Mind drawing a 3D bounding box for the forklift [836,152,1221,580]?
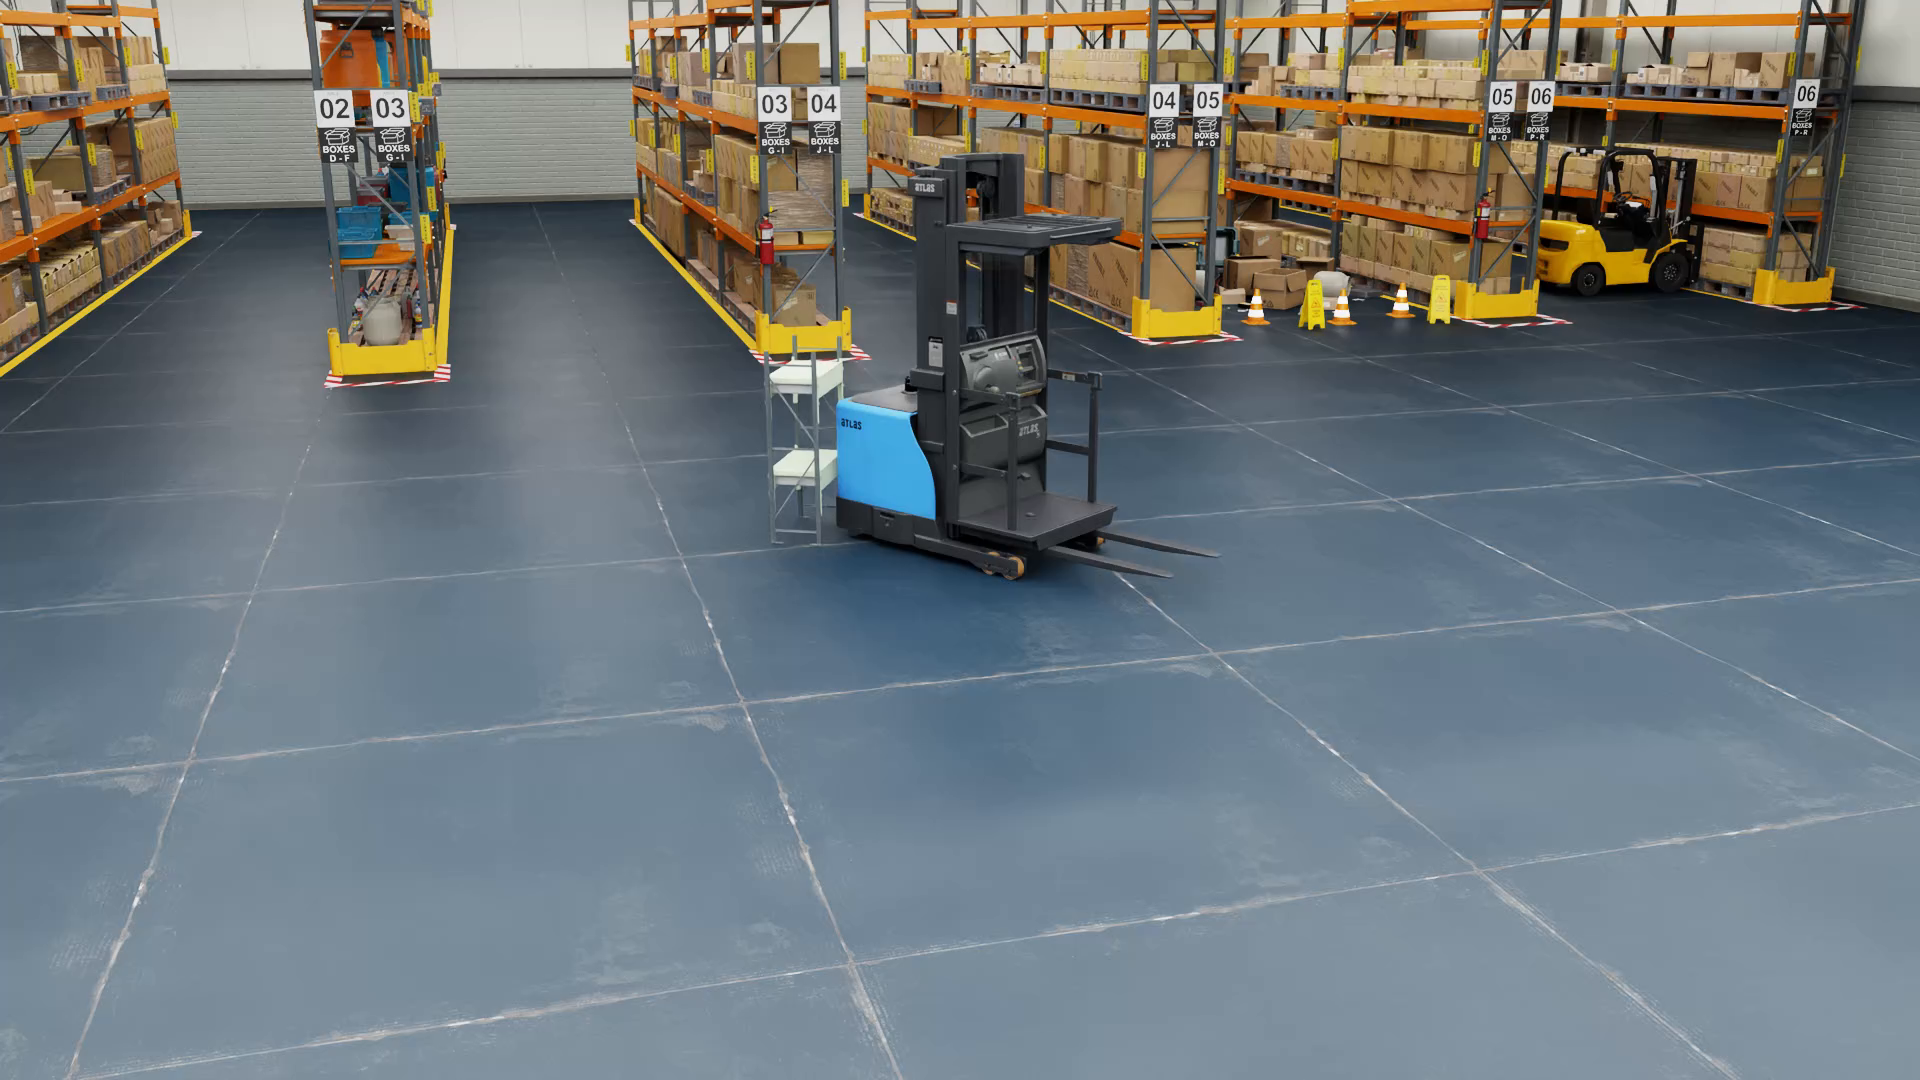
[{"bbox_3d":[0.484,-1.288,12.144,3.031,2.935,1.130,13,21,38],"label":"forklift"}]

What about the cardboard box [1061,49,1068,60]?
[{"bbox_3d":[1.671,-6.955,23.826,0.380,0.149,0.250,-5,17,-16],"label":"cardboard box"}]

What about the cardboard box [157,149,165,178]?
[{"bbox_3d":[-15.063,-6.974,30.780,0.500,0.500,0.500,-5,17,-16],"label":"cardboard box"}]

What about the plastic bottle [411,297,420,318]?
[{"bbox_3d":[-7.165,-3.084,21.974,0.152,0.276,0.135,-4,17,-14],"label":"plastic bottle"}]

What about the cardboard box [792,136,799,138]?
[{"bbox_3d":[-2.513,-5.340,23.088,0.500,0.500,0.500,-5,17,-15],"label":"cardboard box"}]

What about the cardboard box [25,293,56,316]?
[{"bbox_3d":[-12.438,-3.145,22.259,0.500,0.250,0.500,-5,17,-17],"label":"cardboard box"}]

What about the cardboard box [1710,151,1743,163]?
[{"bbox_3d":[11.688,-5.840,25.362,0.380,0.149,0.250,-4,17,-14],"label":"cardboard box"}]

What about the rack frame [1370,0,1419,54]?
[{"bbox_3d":[9.062,-11.175,34.513,1.000,3.000,0.127,-5,17,-15],"label":"rack frame"}]

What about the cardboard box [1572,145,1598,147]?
[{"bbox_3d":[11.070,-6.919,29.469,0.380,0.149,0.250,-5,17,-16],"label":"cardboard box"}]

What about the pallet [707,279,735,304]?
[{"bbox_3d":[-3.255,-3.792,25.209,1.003,0.211,1.213,-5,17,-15],"label":"pallet"}]

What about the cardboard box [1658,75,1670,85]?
[{"bbox_3d":[11.303,-7.294,26.338,0.380,0.149,0.250,-4,17,-14],"label":"cardboard box"}]

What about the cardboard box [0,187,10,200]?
[{"bbox_3d":[-12.219,-4.362,20.957,0.380,0.149,0.250,-5,17,-16],"label":"cardboard box"}]

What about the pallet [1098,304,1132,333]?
[{"bbox_3d":[2.561,-3.049,22.737,1.003,0.211,1.213,-5,17,-15],"label":"pallet"}]

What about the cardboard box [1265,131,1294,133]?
[{"bbox_3d":[5.782,-7.090,29.920,0.500,0.500,0.500,-5,17,-17],"label":"cardboard box"}]

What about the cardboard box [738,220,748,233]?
[{"bbox_3d":[-2.730,-4.154,22.005,0.380,0.149,0.250,-5,17,-15],"label":"cardboard box"}]

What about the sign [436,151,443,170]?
[{"bbox_3d":[-9.471,-6.909,30.257,0.100,0.325,0.005,-5,17,-15],"label":"sign"}]

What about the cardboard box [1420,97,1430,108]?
[{"bbox_3d":[6.896,-6.338,24.062,0.380,0.149,0.250,-5,17,-17],"label":"cardboard box"}]

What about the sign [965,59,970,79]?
[{"bbox_3d":[0.136,-8.025,28.340,0.100,0.325,0.005,-5,17,-15],"label":"sign"}]

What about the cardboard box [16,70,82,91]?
[{"bbox_3d":[-13.817,-6.839,25.117,0.910,0.500,0.500,-5,17,-15],"label":"cardboard box"}]

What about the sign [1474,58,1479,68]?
[{"bbox_3d":[9.639,-8.837,31.046,0.100,0.325,0.005,-5,17,-15],"label":"sign"}]

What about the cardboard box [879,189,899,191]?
[{"bbox_3d":[-1.532,-7.478,35.823,0.380,0.149,0.250,-4,17,-14],"label":"cardboard box"}]

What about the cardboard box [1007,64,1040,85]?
[{"bbox_3d":[1.064,-7.387,26.366,0.500,0.311,0.500,-5,18,-17],"label":"cardboard box"}]

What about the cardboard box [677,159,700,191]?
[{"bbox_3d":[-4.513,-6.183,28.149,0.500,0.500,0.500,-4,17,-14],"label":"cardboard box"}]

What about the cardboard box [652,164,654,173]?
[{"bbox_3d":[-5.708,-7.134,31.926,0.380,0.149,0.250,-4,17,-14],"label":"cardboard box"}]

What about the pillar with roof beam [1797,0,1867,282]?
[{"bbox_3d":[8.896,-7.779,23.208,9.100,9.000,0.400,-5,17,-15],"label":"pillar with roof beam"}]

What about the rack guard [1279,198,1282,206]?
[{"bbox_3d":[7.983,-8.190,39.349,1.175,0.500,0.348,-5,17,-15],"label":"rack guard"}]

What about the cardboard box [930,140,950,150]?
[{"bbox_3d":[-0.342,-7.278,30.639,0.380,0.149,0.250,-4,17,-14],"label":"cardboard box"}]

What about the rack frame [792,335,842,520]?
[{"bbox_3d":[-1.124,-0.893,13.311,0.400,1.500,0.023,3,17,11],"label":"rack frame"}]

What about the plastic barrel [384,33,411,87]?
[{"bbox_3d":[-9.054,-7.628,26.440,0.600,0.830,0.708,-5,17,-15],"label":"plastic barrel"}]

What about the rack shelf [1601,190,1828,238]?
[{"bbox_3d":[11.810,-5.191,26.271,1.077,0.370,4.000,-5,17,-15],"label":"rack shelf"}]

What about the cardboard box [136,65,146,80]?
[{"bbox_3d":[-14.924,-8.379,29.809,0.500,0.250,0.500,-5,17,-15],"label":"cardboard box"}]

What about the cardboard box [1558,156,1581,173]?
[{"bbox_3d":[10.731,-6.514,28.815,0.500,0.250,0.500,-5,17,-17],"label":"cardboard box"}]

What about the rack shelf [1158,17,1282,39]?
[{"bbox_3d":[4.840,-9.692,31.522,1.077,0.370,4.000,-5,17,-15],"label":"rack shelf"}]

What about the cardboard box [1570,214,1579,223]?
[{"bbox_3d":[11.106,-5.296,28.768,0.875,0.625,0.625,-4,17,-13],"label":"cardboard box"}]

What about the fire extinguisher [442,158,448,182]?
[{"bbox_3d":[-10.704,-7.702,34.161,0.296,0.674,0.183,-5,17,-15],"label":"fire extinguisher"}]

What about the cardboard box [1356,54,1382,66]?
[{"bbox_3d":[6.567,-7.831,27.257,0.500,0.250,0.500,-5,17,-16],"label":"cardboard box"}]

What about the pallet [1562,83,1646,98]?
[{"bbox_3d":[11.005,-7.677,28.414,0.805,0.209,1.217,-5,18,-17],"label":"pallet"}]

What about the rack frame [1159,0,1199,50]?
[{"bbox_3d":[4.290,-10.782,33.203,1.000,3.000,0.127,-5,17,-15],"label":"rack frame"}]

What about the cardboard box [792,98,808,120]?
[{"bbox_3d":[-1.824,-5.324,20.509,0.500,0.250,0.500,-4,17,-14],"label":"cardboard box"}]

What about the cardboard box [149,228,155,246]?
[{"bbox_3d":[-14.672,-5.399,29.621,0.500,0.311,0.500,-5,17,-15],"label":"cardboard box"}]

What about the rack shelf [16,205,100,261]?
[{"bbox_3d":[-13.115,-4.339,23.432,1.077,0.370,4.000,-5,17,-15],"label":"rack shelf"}]

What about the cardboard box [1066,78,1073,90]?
[{"bbox_3d":[1.739,-6.504,23.710,0.380,0.149,0.250,-5,17,-16],"label":"cardboard box"}]

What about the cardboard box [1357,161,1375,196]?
[{"bbox_3d":[6.502,-5.605,25.707,0.500,0.500,0.500,-5,17,-15],"label":"cardboard box"}]

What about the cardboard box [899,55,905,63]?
[{"bbox_3d":[-0.980,-9.486,32.802,0.380,0.149,0.250,-5,17,-15],"label":"cardboard box"}]

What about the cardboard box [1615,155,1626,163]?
[{"bbox_3d":[11.095,-6.339,27.539,0.380,0.149,0.250,-5,17,-16],"label":"cardboard box"}]

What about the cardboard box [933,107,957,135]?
[{"bbox_3d":[-0.331,-8.302,32.949,0.500,0.500,0.500,-4,17,-14],"label":"cardboard box"}]

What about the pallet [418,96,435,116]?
[{"bbox_3d":[-7.510,-5.675,21.744,1.213,0.211,1.003,-5,17,-15],"label":"pallet"}]

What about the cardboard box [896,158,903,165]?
[{"bbox_3d":[-1.087,-7.717,33.864,0.380,0.149,0.250,-5,18,-18],"label":"cardboard box"}]

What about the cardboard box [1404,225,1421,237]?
[{"bbox_3d":[6.815,-4.583,24.615,0.380,0.149,0.250,-4,17,-13],"label":"cardboard box"}]

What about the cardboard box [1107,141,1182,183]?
[{"bbox_3d":[2.529,-5.175,22.828,0.875,0.550,0.550,-5,17,-15],"label":"cardboard box"}]

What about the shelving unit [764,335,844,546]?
[{"bbox_3d":[-1.195,-0.789,12.967,0.431,1.500,0.755,3,17,11],"label":"shelving unit"}]

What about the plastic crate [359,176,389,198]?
[{"bbox_3d":[-8.751,-5.186,24.893,0.402,0.464,0.583,-5,17,-15],"label":"plastic crate"}]

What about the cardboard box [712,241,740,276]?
[{"bbox_3d":[-3.455,-4.385,25.918,0.700,0.500,0.500,-6,18,-20],"label":"cardboard box"}]

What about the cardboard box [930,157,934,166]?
[{"bbox_3d":[-0.345,-6.994,30.728,0.380,0.149,0.250,-6,18,-18],"label":"cardboard box"}]

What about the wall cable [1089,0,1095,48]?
[{"bbox_3d":[4.770,-13.726,42.939,2.988,3.039,0.133,-5,17,-15],"label":"wall cable"}]

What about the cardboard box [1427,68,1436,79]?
[{"bbox_3d":[6.962,-6.718,23.939,0.380,0.149,0.250,-5,17,-17],"label":"cardboard box"}]
